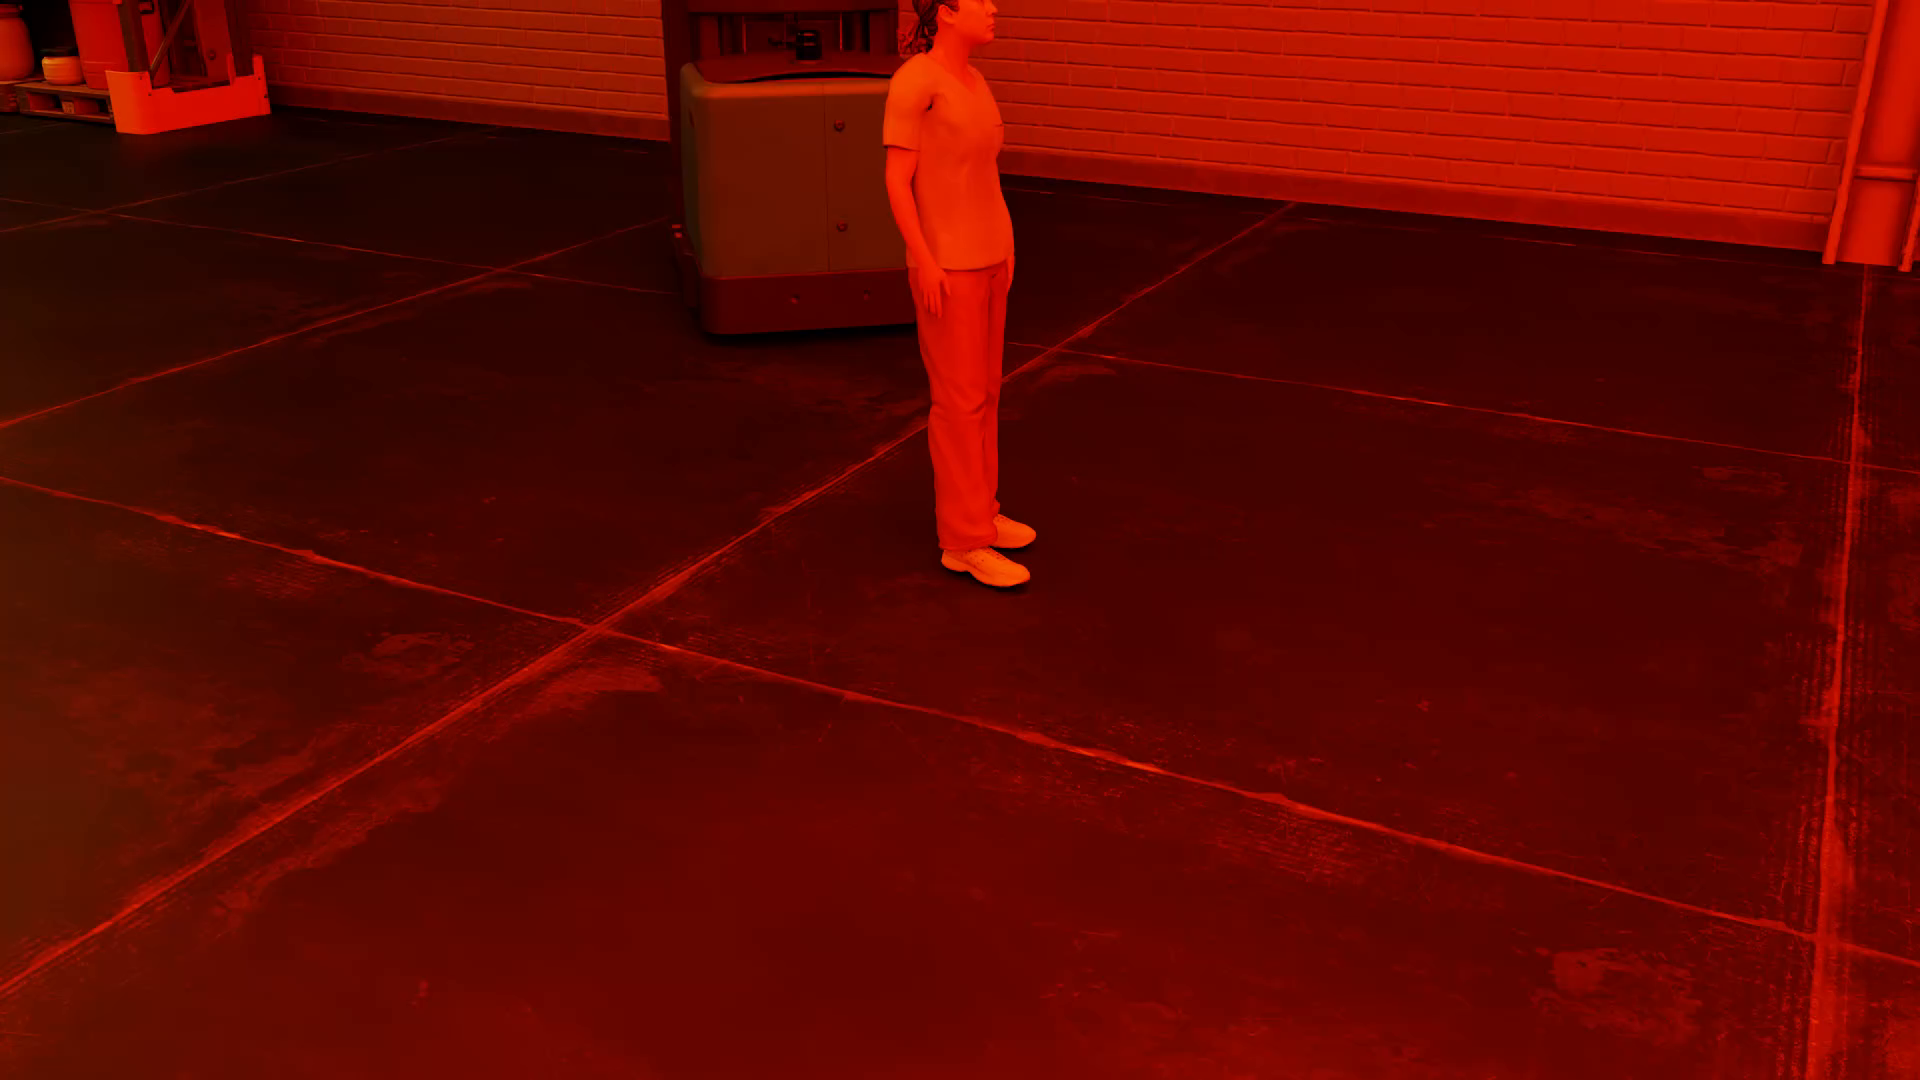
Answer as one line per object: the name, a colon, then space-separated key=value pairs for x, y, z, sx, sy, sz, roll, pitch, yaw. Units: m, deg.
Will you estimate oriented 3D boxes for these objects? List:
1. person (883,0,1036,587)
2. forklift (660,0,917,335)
person: x=0.060 y=-0.761 z=4.695 sx=0.548 sy=1.674 sz=0.552 roll=11 pitch=25 yaw=25
forklift: x=-0.880 y=-2.746 z=7.794 sx=1.130 sy=2.935 sz=3.031 roll=-5 pitch=23 yaw=-12
